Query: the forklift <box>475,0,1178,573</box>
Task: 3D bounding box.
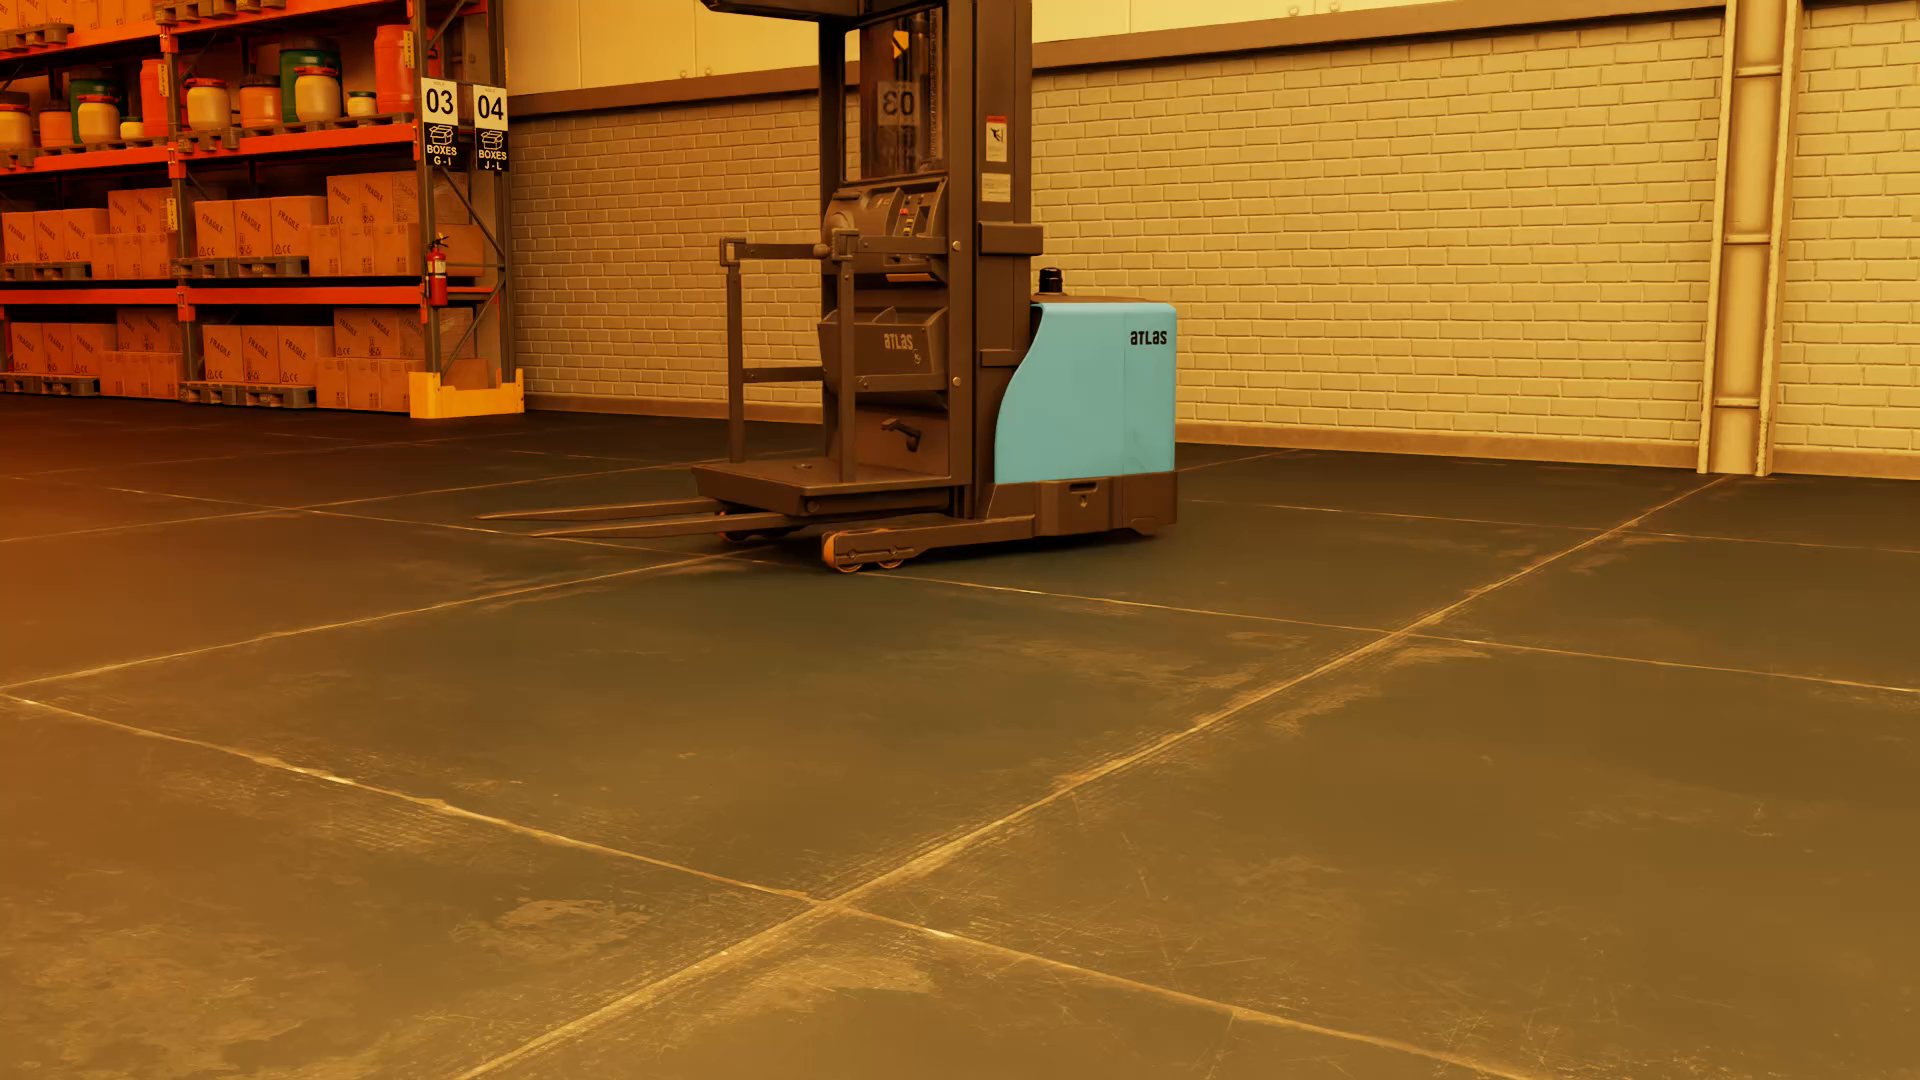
[{"bbox_3d":[-0.507,-1.403,7.061,3.031,2.935,1.130,-5,10,-33],"label":"forklift"}]
